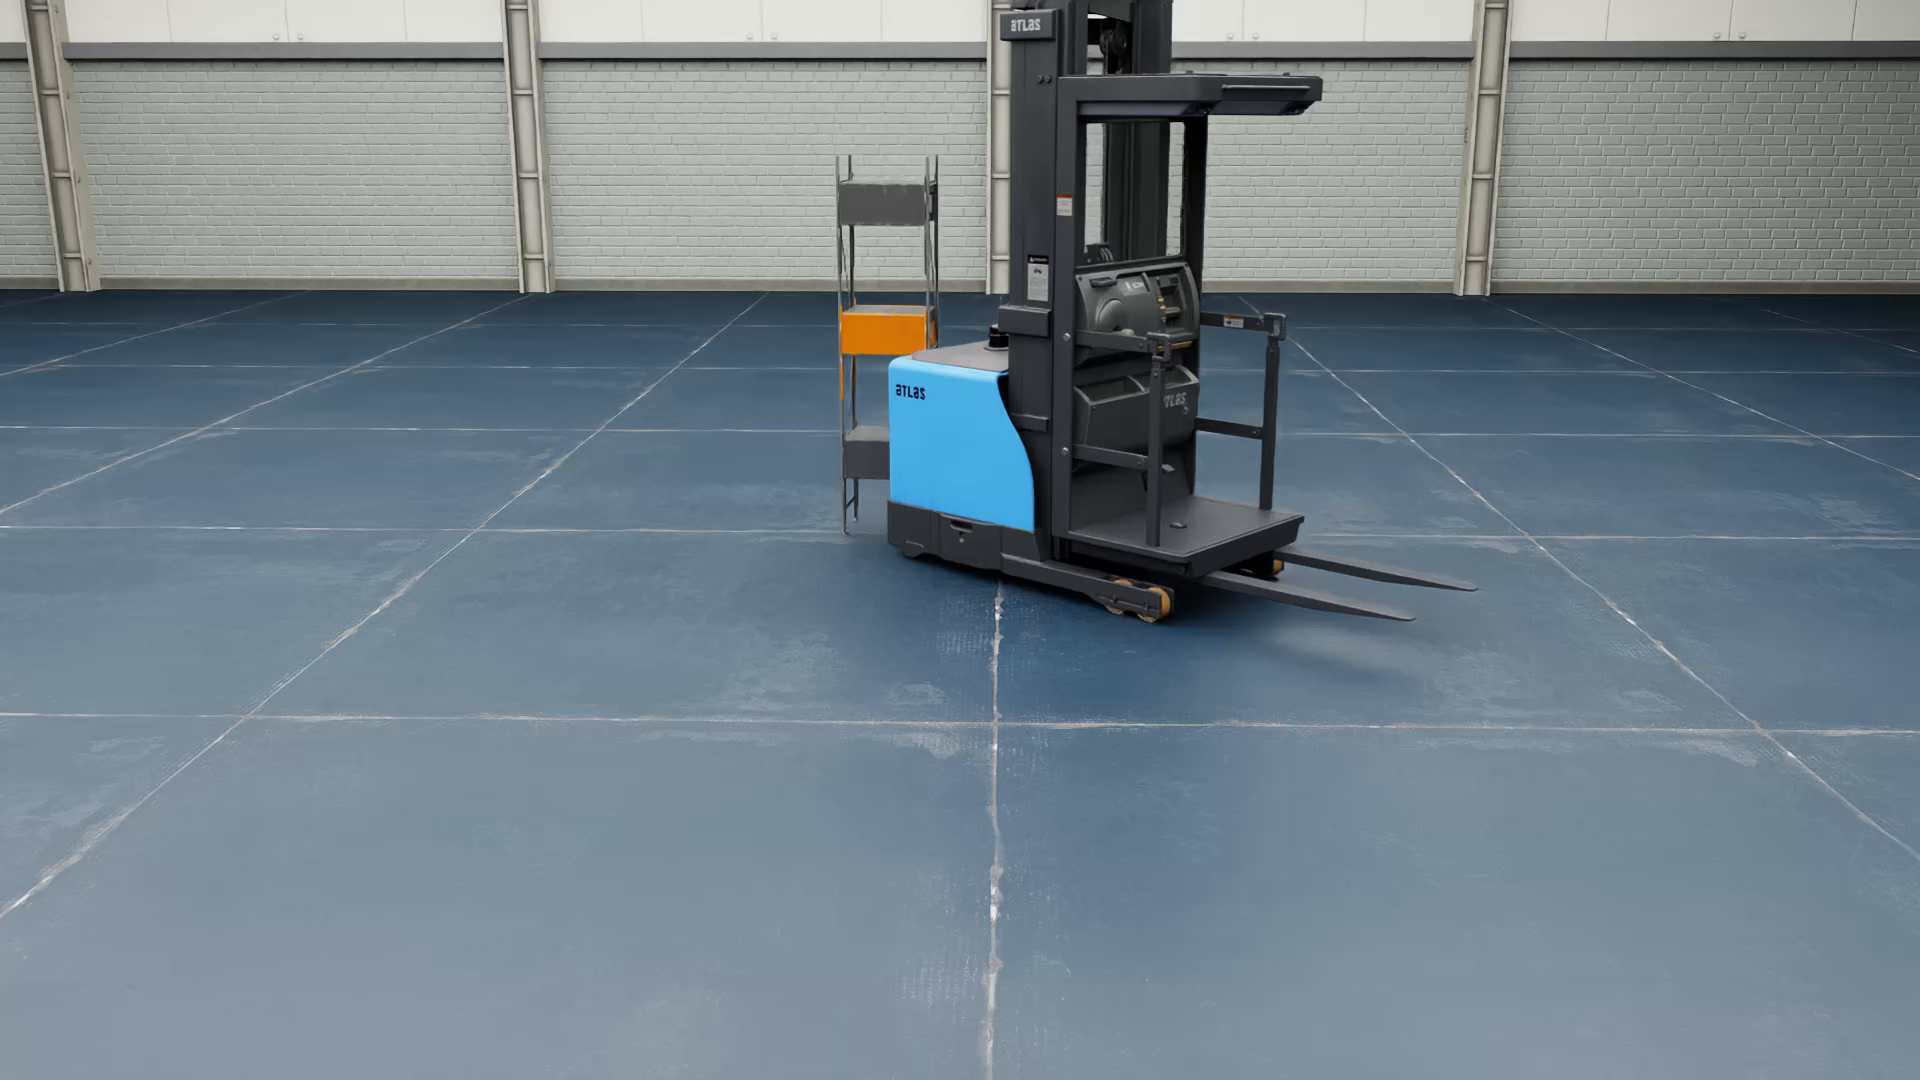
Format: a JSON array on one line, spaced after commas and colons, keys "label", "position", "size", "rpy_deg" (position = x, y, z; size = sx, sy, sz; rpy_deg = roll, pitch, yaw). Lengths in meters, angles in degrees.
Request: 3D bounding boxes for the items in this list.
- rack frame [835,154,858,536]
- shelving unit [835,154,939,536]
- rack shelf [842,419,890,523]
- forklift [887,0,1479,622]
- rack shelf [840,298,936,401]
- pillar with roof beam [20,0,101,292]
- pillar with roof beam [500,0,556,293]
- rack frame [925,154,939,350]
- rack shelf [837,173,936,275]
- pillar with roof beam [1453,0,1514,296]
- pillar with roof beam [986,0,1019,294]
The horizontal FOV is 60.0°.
[{"label": "rack frame", "position": [-0.635, -1.088, 9.349], "size": [0.015, 2.100, 0.400], "rpy_deg": [2, 15, 7]}, {"label": "shelving unit", "position": [-0.393, -1.080, 9.319], "size": [0.503, 2.100, 0.431], "rpy_deg": [2, 15, 7]}, {"label": "rack shelf", "position": [-0.393, -0.390, 9.501], "size": [0.480, 0.518, 0.431], "rpy_deg": [2, 15, 7]}, {"label": "forklift", "position": [1.039, -1.179, 8.063], "size": [3.031, 2.935, 1.130], "rpy_deg": [13, 20, 40]}, {"label": "rack shelf", "position": [-0.393, -1.067, 9.322], "size": [0.480, 0.518, 0.431], "rpy_deg": [2, 15, 7]}, {"label": "pillar with roof beam", "position": [-11.574, -6.511, 16.379], "size": [0.400, 9.000, 9.100], "rpy_deg": [0, 15, 1]}, {"label": "pillar with roof beam", "position": [-5.576, -6.472, 16.231], "size": [0.400, 9.000, 9.100], "rpy_deg": [0, 15, 1]}, {"label": "rack frame", "position": [-0.151, -1.072, 9.289], "size": [0.015, 2.100, 0.400], "rpy_deg": [2, 15, 7]}, {"label": "rack shelf", "position": [-0.393, -1.744, 9.144], "size": [0.480, 0.518, 0.431], "rpy_deg": [2, 15, 7]}, {"label": "pillar with roof beam", "position": [6.420, -6.394, 15.935], "size": [0.400, 9.000, 9.100], "rpy_deg": [0, 15, 1]}, {"label": "pillar with roof beam", "position": [0.422, -6.433, 16.083], "size": [0.400, 9.000, 9.100], "rpy_deg": [0, 15, 1]}]
